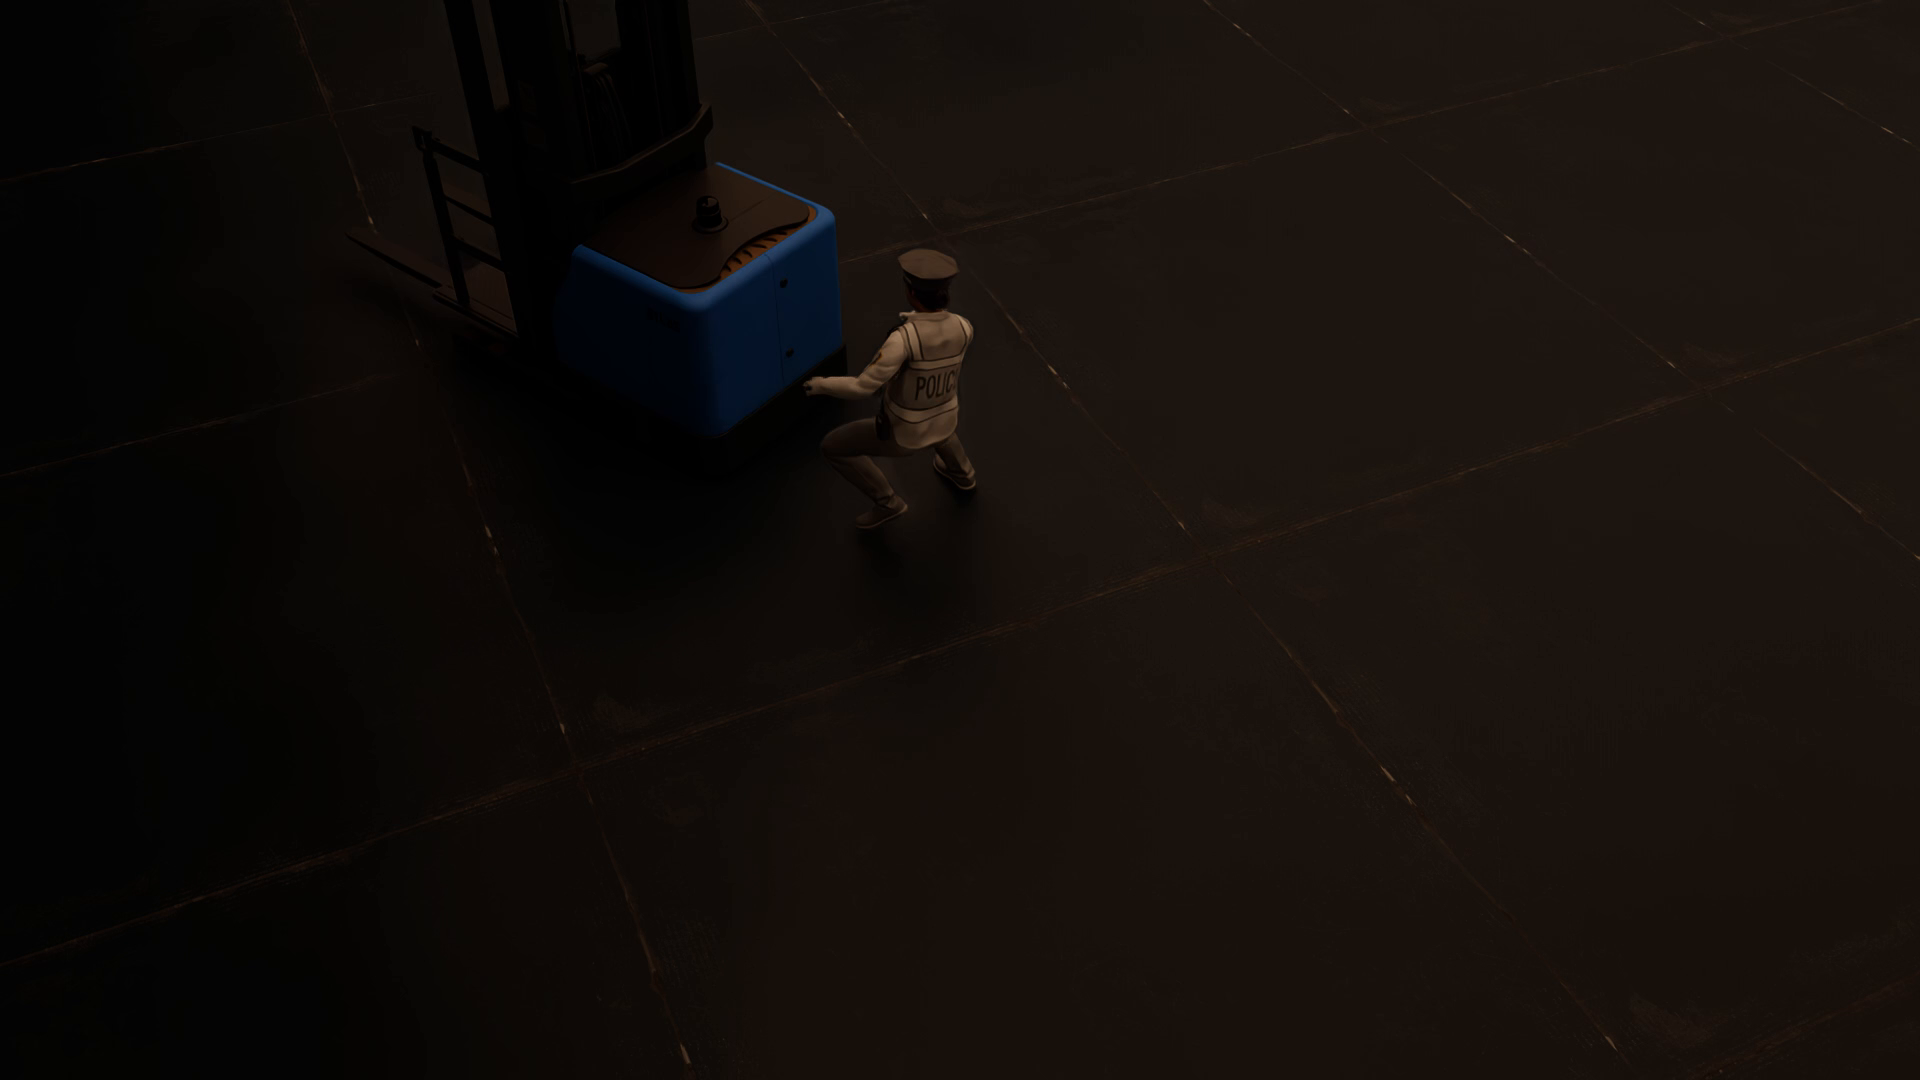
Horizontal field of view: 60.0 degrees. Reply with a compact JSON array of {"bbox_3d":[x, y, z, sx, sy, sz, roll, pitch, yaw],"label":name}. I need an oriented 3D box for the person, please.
[{"bbox_3d":[-0.268,-0.670,7.454,0.857,1.488,0.690,-29,50,-27],"label":"person"}]

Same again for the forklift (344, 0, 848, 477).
[{"bbox_3d":[-2.062,-2.205,8.043,3.031,2.935,1.130,27,49,26],"label":"forklift"}]
